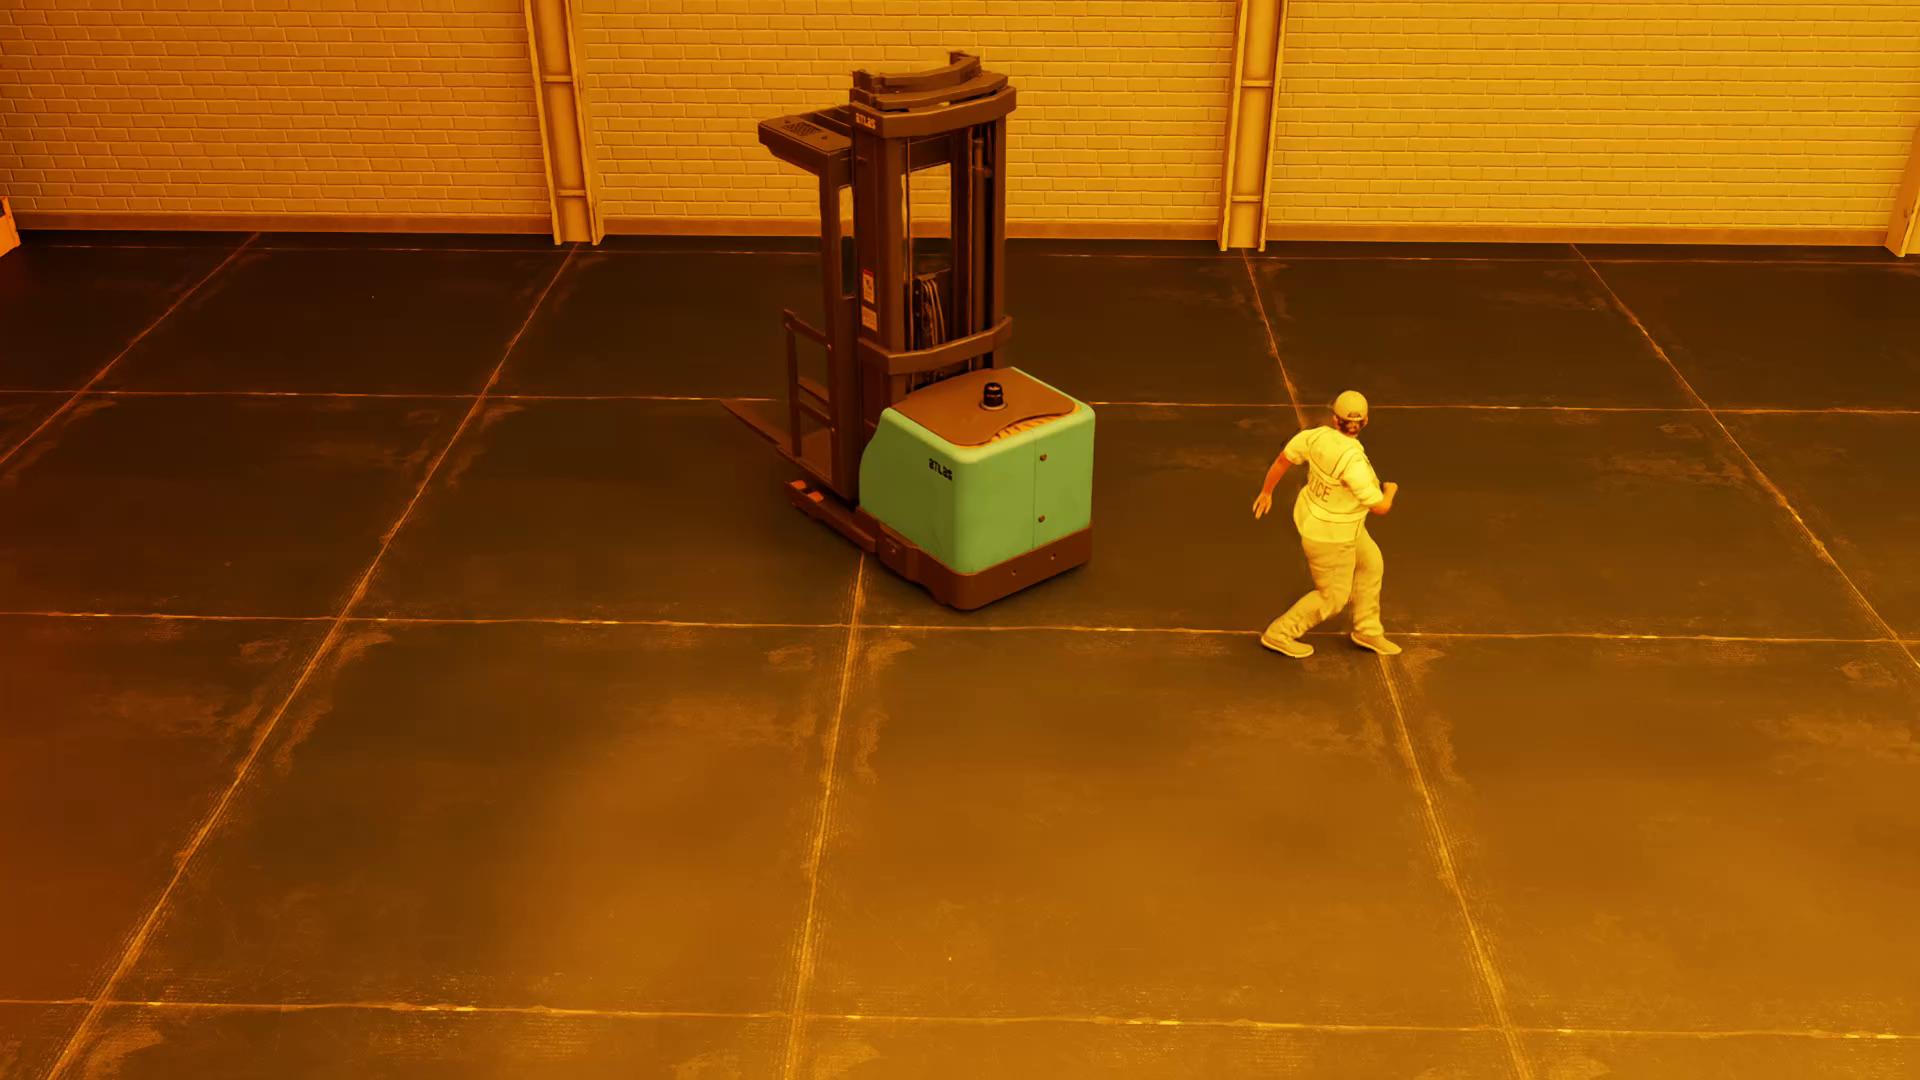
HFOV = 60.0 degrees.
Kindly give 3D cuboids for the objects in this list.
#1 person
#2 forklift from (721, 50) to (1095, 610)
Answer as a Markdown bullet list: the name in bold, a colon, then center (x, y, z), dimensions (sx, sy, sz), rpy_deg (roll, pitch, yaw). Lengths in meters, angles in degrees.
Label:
- **person**: center (2.063, -0.060, 9.071), dimensions (0.890, 1.617, 0.514), rpy_deg (1, 31, 1)
- **forklift**: center (-0.493, -1.543, 10.231), dimensions (1.130, 2.935, 3.031), rpy_deg (-22, 37, -32)
